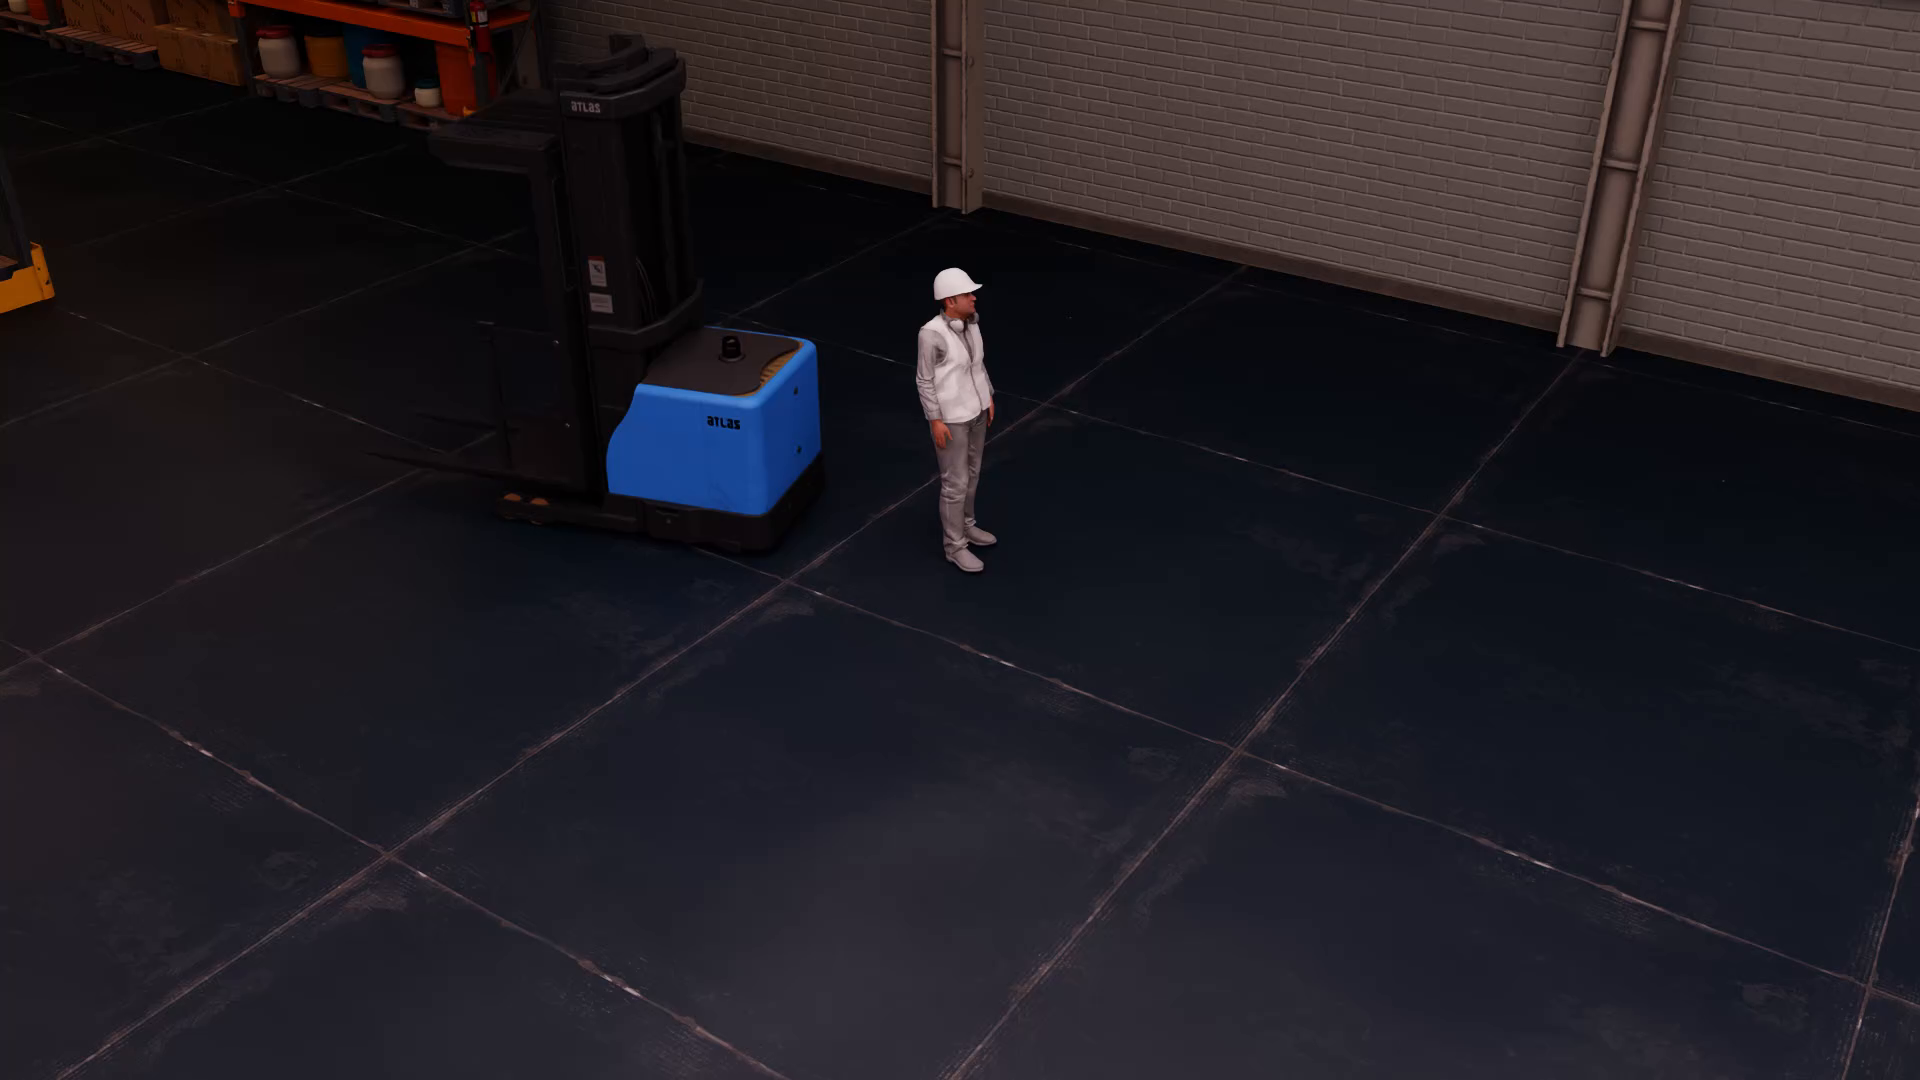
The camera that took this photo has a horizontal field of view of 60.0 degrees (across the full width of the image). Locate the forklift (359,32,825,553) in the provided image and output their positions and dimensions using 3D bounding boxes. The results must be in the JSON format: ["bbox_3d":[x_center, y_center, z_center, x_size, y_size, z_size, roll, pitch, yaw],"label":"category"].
[{"bbox_3d":[-2.470,-1.609,10.352,3.031,2.935,1.130,9,31,15],"label":"forklift"}]

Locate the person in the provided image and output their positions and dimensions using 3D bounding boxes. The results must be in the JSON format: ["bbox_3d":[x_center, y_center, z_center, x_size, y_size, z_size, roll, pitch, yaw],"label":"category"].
[{"bbox_3d":[0.047,-0.753,10.015,0.568,1.773,0.632,19,35,29],"label":"person"}]
